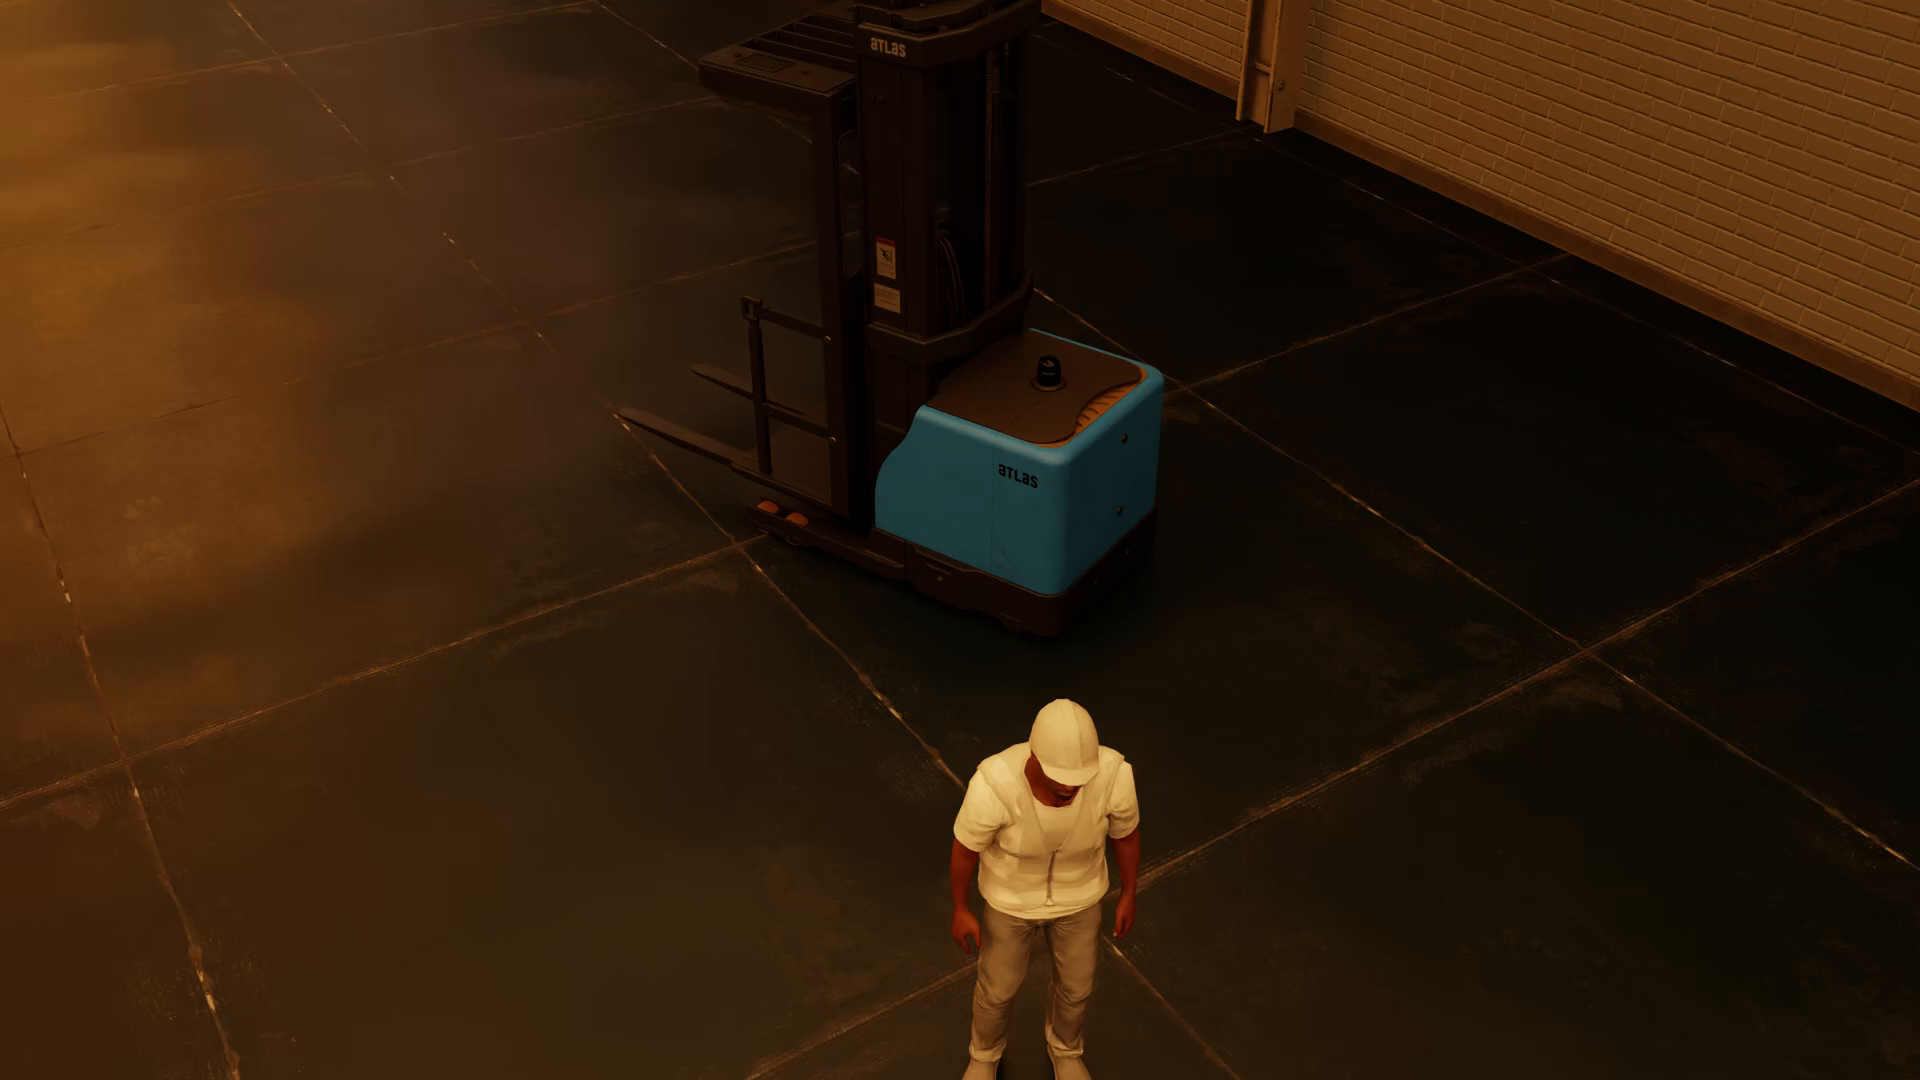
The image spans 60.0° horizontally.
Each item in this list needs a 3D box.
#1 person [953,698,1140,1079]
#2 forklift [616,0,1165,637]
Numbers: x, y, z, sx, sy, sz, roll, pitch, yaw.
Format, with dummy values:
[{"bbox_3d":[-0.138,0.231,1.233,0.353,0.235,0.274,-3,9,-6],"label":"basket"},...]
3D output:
[{"bbox_3d":[0.285,1.191,5.474,0.609,1.761,0.454,-3,35,-5],"label":"person"},{"bbox_3d":[-0.500,-1.399,8.138,3.031,2.935,1.130,22,41,28],"label":"forklift"}]
